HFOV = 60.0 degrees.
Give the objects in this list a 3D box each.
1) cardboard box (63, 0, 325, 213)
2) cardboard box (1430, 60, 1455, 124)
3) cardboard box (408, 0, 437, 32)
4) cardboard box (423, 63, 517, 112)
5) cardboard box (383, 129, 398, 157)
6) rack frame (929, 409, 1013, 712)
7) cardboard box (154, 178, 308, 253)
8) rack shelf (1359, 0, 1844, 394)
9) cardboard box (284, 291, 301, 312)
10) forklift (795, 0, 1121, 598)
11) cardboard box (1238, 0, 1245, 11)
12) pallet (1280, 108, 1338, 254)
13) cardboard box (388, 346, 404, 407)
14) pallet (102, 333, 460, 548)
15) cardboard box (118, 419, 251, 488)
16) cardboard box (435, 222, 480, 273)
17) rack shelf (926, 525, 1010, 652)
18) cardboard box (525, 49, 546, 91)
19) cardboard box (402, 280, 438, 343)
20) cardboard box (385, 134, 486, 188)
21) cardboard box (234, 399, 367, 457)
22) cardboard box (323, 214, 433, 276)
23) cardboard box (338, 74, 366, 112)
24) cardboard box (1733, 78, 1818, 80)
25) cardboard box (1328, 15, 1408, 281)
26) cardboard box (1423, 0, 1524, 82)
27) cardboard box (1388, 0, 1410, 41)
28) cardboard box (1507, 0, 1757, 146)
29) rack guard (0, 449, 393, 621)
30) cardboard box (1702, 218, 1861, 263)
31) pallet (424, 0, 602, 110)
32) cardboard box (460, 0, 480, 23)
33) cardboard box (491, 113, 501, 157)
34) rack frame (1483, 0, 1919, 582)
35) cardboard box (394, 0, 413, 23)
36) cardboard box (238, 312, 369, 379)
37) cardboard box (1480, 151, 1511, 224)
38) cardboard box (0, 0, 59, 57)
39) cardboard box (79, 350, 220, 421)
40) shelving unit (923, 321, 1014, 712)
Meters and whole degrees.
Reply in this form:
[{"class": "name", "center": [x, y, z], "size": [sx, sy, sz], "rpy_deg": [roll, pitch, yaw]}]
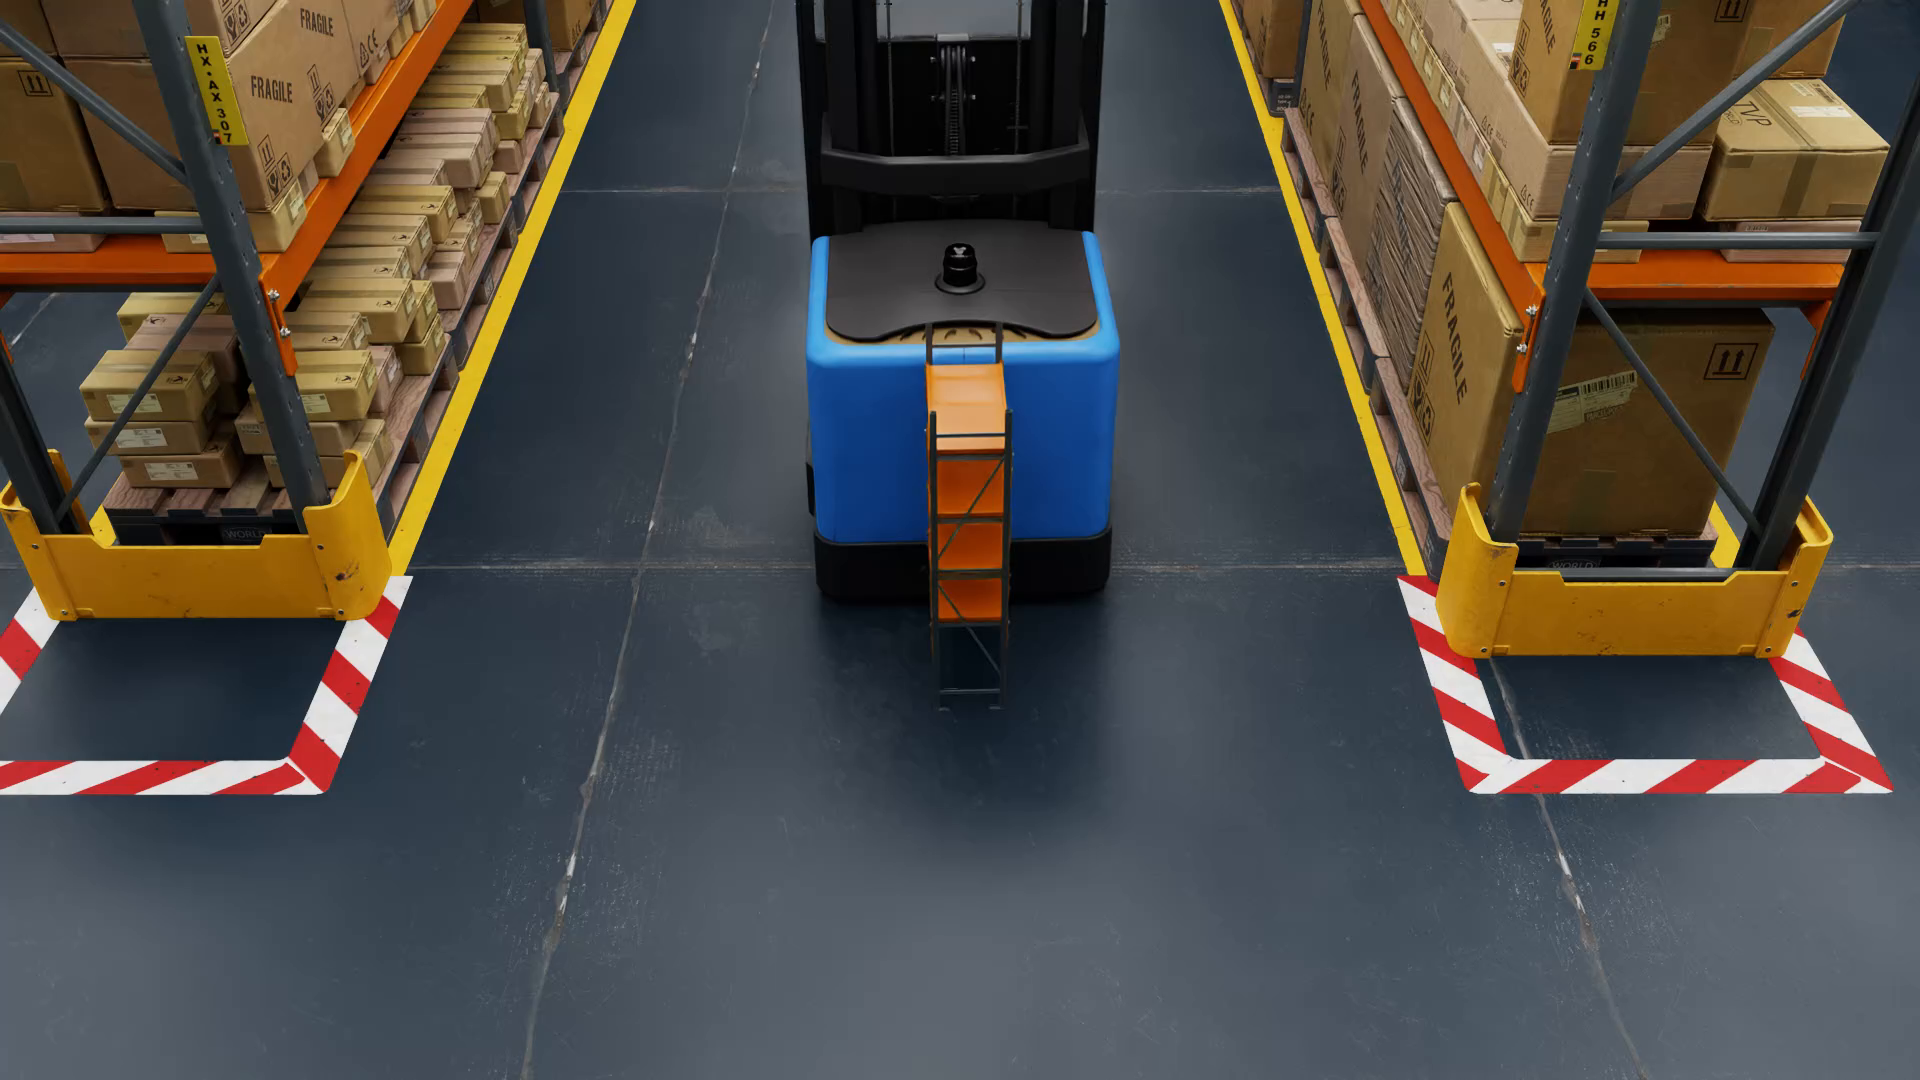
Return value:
[{"class": "cardboard box", "center": [-2.396, -1.380, 5.256], "size": [0.500, 0.500, 0.500], "rpy_deg": [2, 39, 2]}, {"class": "cardboard box", "center": [1.956, -1.648, 6.109], "size": [0.380, 0.149, 0.250], "rpy_deg": [-1, 39, -1]}, {"class": "cardboard box", "center": [-2.369, -2.192, 6.787], "size": [0.380, 0.149, 0.250], "rpy_deg": [1, 39, 1]}, {"class": "cardboard box", "center": [-2.369, -2.192, 8.054], "size": [0.380, 0.149, 0.250], "rpy_deg": [0, 39, 0]}, {"class": "cardboard box", "center": [-2.873, -1.907, 7.937], "size": [0.380, 0.149, 0.250], "rpy_deg": [-2, 39, -2]}, {"class": "rack frame", "center": [0.032, 0.098, 5.169], "size": [0.240, 1.200, 0.015], "rpy_deg": [-1, 39, -2]}, {"class": "cardboard box", "center": [-2.345, -1.049, 5.362], "size": [0.380, 0.149, 0.250], "rpy_deg": [0, 39, 0]}, {"class": "rack shelf", "center": [2.286, -1.855, 6.741], "size": [1.077, 0.370, 4.000], "rpy_deg": [0, 39, 0]}, {"class": "cardboard box", "center": [-2.858, -0.935, 6.724], "size": [0.380, 0.149, 0.250], "rpy_deg": [0, 39, -1]}, {"class": "forklift", "center": [-0.043, -1.839, 6.201], "size": [1.130, 2.935, 3.031], "rpy_deg": [-1, 39, -2]}, {"class": "cardboard box", "center": [2.261, -3.680, 9.807], "size": [1.225, 0.875, 0.875], "rpy_deg": [-1, 39, -2]}, {"class": "pallet", "center": [2.206, -1.823, 8.355], "size": [1.003, 0.211, 1.213], "rpy_deg": [0, 39, 0]}, {"class": "cardboard box", "center": [-2.442, -0.643, 6.597], "size": [0.380, 0.149, 0.250], "rpy_deg": [0, 39, 0]}, {"class": "pallet", "center": [-2.638, -0.412, 6.595], "size": [1.003, 0.211, 1.213], "rpy_deg": [0, 39, 0]}, {"class": "cardboard box", "center": [-2.881, -0.325, 6.201], "size": [0.380, 0.149, 0.250], "rpy_deg": [1, 39, 1]}, {"class": "cardboard box", "center": [-2.368, -1.291, 7.406], "size": [0.380, 0.149, 0.250], "rpy_deg": [0, 39, 0]}, {"class": "rack shelf", "center": [0.022, 0.153, 5.525], "size": [0.258, 0.148, 0.480], "rpy_deg": [-1, 39, -2]}, {"class": "cardboard box", "center": [-2.359, -2.417, 8.573], "size": [0.380, 0.149, 0.250], "rpy_deg": [1, 39, 1]}, {"class": "cardboard box", "center": [-2.341, -0.925, 6.711], "size": [0.380, 0.149, 0.250], "rpy_deg": [1, 39, 1]}, {"class": "cardboard box", "center": [-2.341, -1.692, 7.430], "size": [0.380, 0.149, 0.250], "rpy_deg": [-1, 39, -2]}, {"class": "cardboard box", "center": [-2.416, -0.440, 6.106], "size": [0.380, 0.149, 0.250], "rpy_deg": [1, 39, 2]}, {"class": "cardboard box", "center": [-2.400, -1.214, 6.835], "size": [0.380, 0.149, 0.250], "rpy_deg": [1, 39, 2]}, {"class": "cardboard box", "center": [-2.446, -1.708, 6.184], "size": [0.380, 0.149, 0.250], "rpy_deg": [0, 39, 0]}, {"class": "cardboard box", "center": [2.550, -1.568, 5.690], "size": [0.500, 0.250, 0.500], "rpy_deg": [0, 39, -1]}, {"class": "cardboard box", "center": [2.205, -1.745, 7.393], "size": [0.875, 0.875, 0.875], "rpy_deg": [0, 39, 0]}, {"class": "cardboard box", "center": [2.021, -1.881, 6.080], "size": [0.500, 0.250, 0.500], "rpy_deg": [-1, 39, -2]}, {"class": "cardboard box", "center": [1.954, -2.128, 6.708], "size": [0.380, 0.149, 0.250], "rpy_deg": [-1, 39, -1]}, {"class": "cardboard box", "center": [2.024, -1.539, 5.055], "size": [0.500, 0.500, 0.500], "rpy_deg": [0, 39, 1]}, {"class": "rack guard", "center": [-2.672, -0.017, 5.871], "size": [1.175, 0.500, 0.348], "rpy_deg": [0, 39, 0]}, {"class": "cardboard box", "center": [2.617, -1.009, 5.311], "size": [0.380, 0.149, 0.250], "rpy_deg": [0, 39, 0]}, {"class": "pallet", "center": [-2.679, -2.845, 9.631], "size": [1.003, 0.211, 1.213], "rpy_deg": [0, 39, 0]}, {"class": "cardboard box", "center": [-2.930, -3.097, 9.379], "size": [0.500, 0.500, 0.500], "rpy_deg": [-1, 39, -1]}, {"class": "cardboard box", "center": [-2.426, -1.923, 7.957], "size": [0.380, 0.149, 0.250], "rpy_deg": [0, 39, 0]}, {"class": "rack frame", "center": [2.288, -0.885, 4.955], "size": [1.000, 3.000, 0.127], "rpy_deg": [0, 39, 0]}, {"class": "cardboard box", "center": [-2.417, -2.340, 6.454], "size": [0.500, 0.500, 0.500], "rpy_deg": [-1, 39, -1]}, {"class": "cardboard box", "center": [-2.454, -0.728, 6.228], "size": [0.380, 0.149, 0.250], "rpy_deg": [1, 39, 1]}, {"class": "cardboard box", "center": [1.956, -1.172, 5.514], "size": [0.380, 0.149, 0.250], "rpy_deg": [0, 39, 0]}, {"class": "cardboard box", "center": [-2.921, -1.776, 4.950], "size": [0.500, 0.500, 0.500], "rpy_deg": [-1, 39, -1]}, {"class": "cardboard box", "center": [-2.926, -0.559, 6.017], "size": [0.380, 0.149, 0.250], "rpy_deg": [0, 39, 0]}, {"class": "shelving unit", "center": [0.022, -0.055, 5.359], "size": [0.258, 1.200, 0.503], "rpy_deg": [-1, 39, -2]}]
